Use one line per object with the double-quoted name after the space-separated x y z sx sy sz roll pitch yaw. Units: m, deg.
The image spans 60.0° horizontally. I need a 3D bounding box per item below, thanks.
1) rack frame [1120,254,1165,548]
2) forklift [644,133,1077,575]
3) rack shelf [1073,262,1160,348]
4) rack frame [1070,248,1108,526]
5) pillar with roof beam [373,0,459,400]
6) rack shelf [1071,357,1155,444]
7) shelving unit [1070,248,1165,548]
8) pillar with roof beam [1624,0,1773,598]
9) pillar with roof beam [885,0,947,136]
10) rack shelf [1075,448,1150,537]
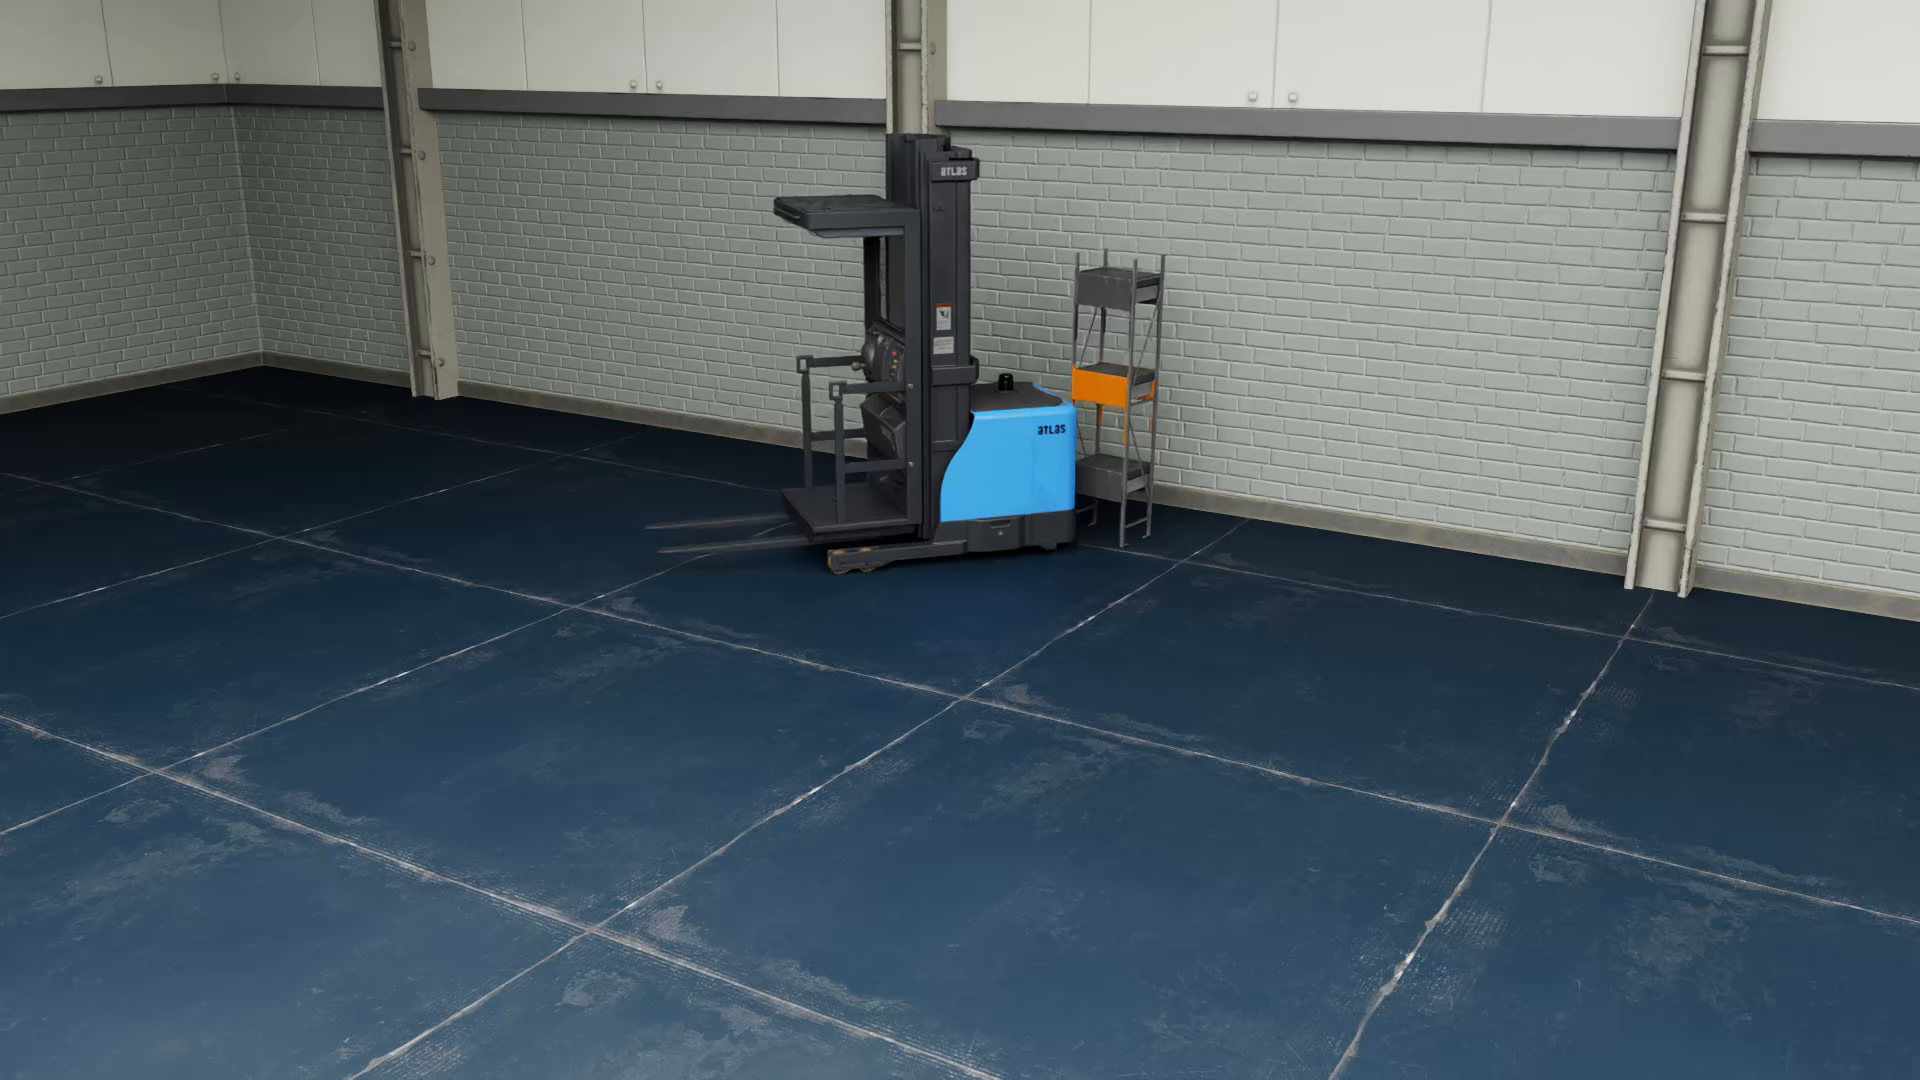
1.319 -0.993 12.033 0.015 2.100 0.400 14 21 36 "rack frame"
-0.726 -1.333 11.727 3.031 2.935 1.130 -5 18 -17 "forklift"
1.139 -1.696 11.973 0.480 0.518 0.431 14 21 36 "rack shelf"
0.935 -1.089 12.318 0.015 2.100 0.400 14 21 36 "rack frame"
-7.715 -4.747 12.527 0.400 9.000 9.100 10 20 30 "pillar with roof beam"
1.127 -1.028 12.180 0.480 0.518 0.431 14 21 36 "rack shelf"
1.127 -1.041 12.176 0.503 2.100 0.431 14 21 36 "shelving unit"
2.510 -2.922 6.518 0.400 9.000 9.100 10 20 30 "pillar with roof beam"
-2.602 -3.835 9.522 0.400 9.000 9.100 10 20 30 "pillar with roof beam"
1.115 -0.359 12.386 0.480 0.518 0.431 14 21 36 "rack shelf"
